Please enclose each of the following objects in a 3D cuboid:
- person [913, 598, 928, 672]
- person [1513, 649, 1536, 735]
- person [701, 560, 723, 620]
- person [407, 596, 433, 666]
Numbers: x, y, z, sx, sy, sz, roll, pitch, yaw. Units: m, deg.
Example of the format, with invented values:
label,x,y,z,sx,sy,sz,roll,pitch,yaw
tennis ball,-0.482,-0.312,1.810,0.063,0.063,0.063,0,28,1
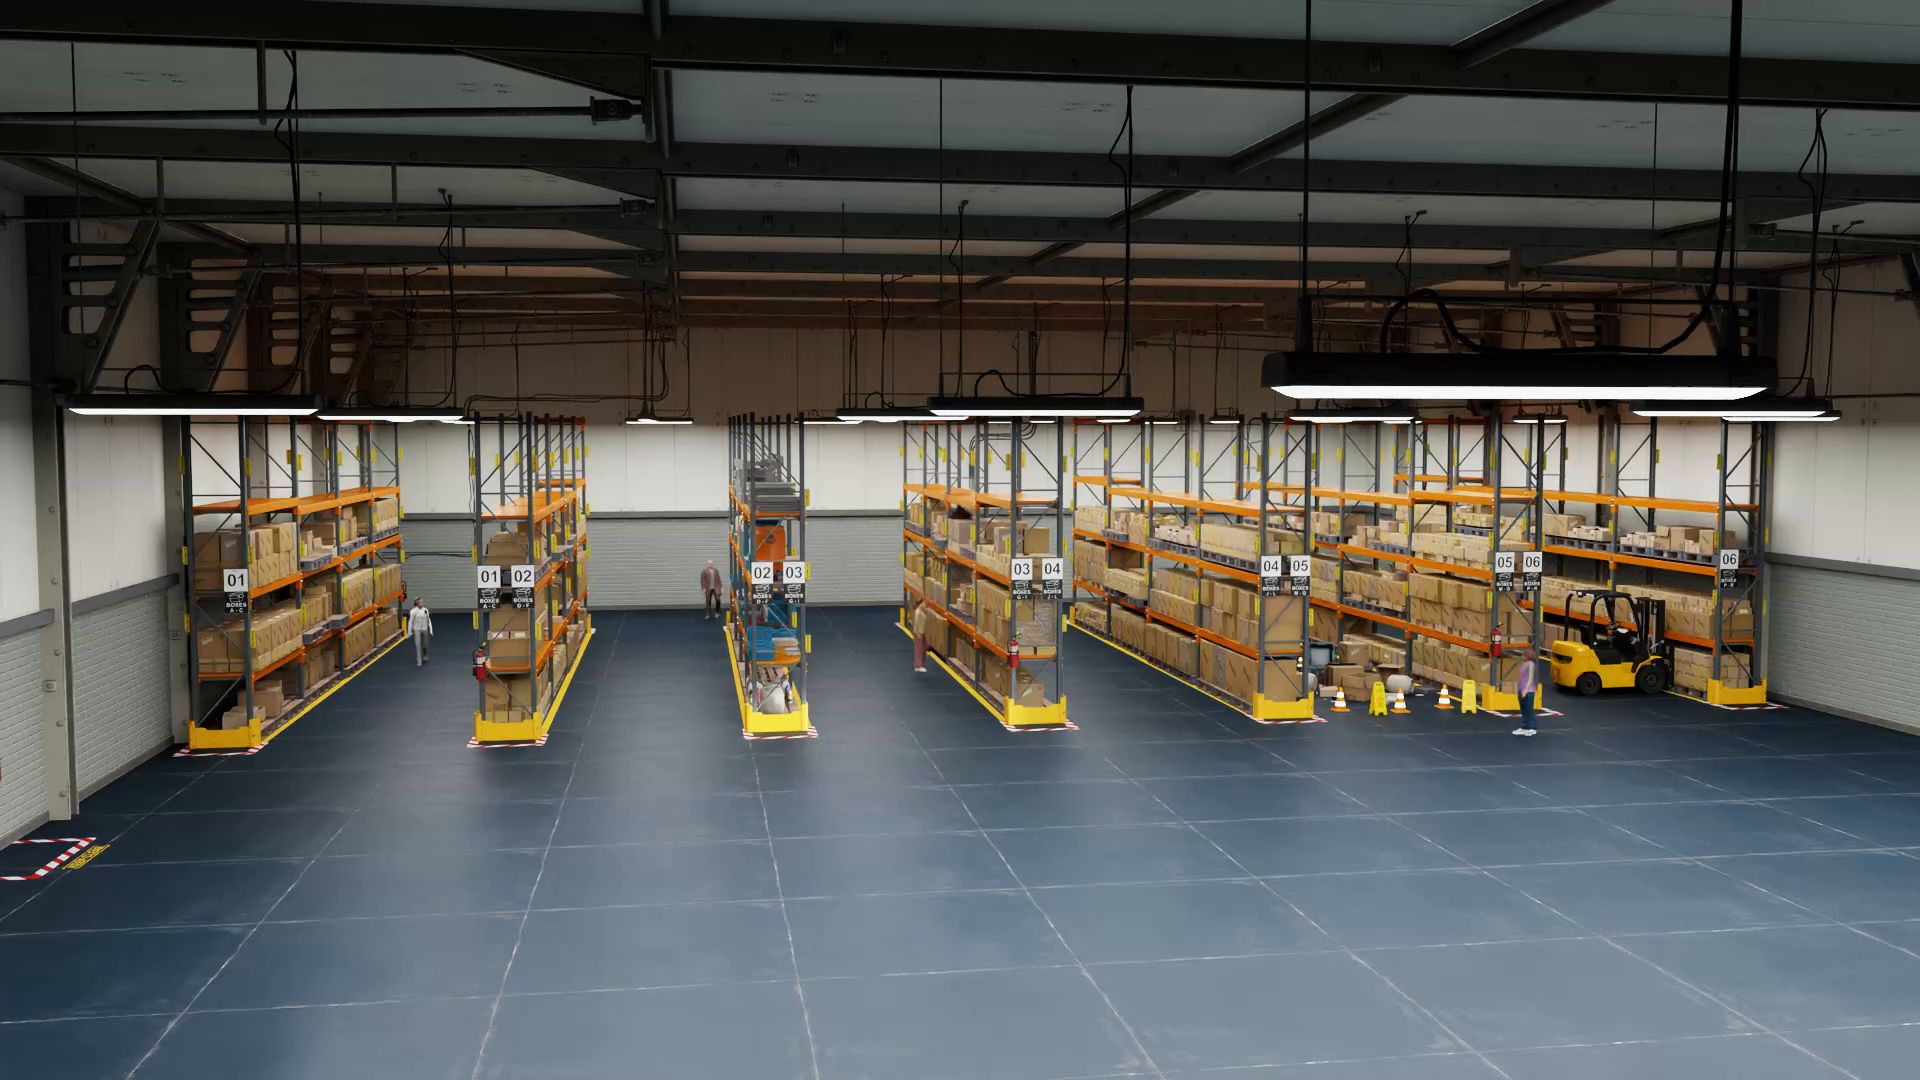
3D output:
label,x,y,z,sx,sy,sz,roll,pitch,yaw
person,-0.912,2.183,37.975,0.346,1.736,0.513,1,4,7
person,10.506,2.821,30.878,0.421,1.608,0.440,-1,4,-21
person,-7.400,1.475,49.626,0.665,1.761,0.571,-1,4,-11
person,-13.002,2.172,40.036,0.579,1.643,0.914,-1,4,-20
